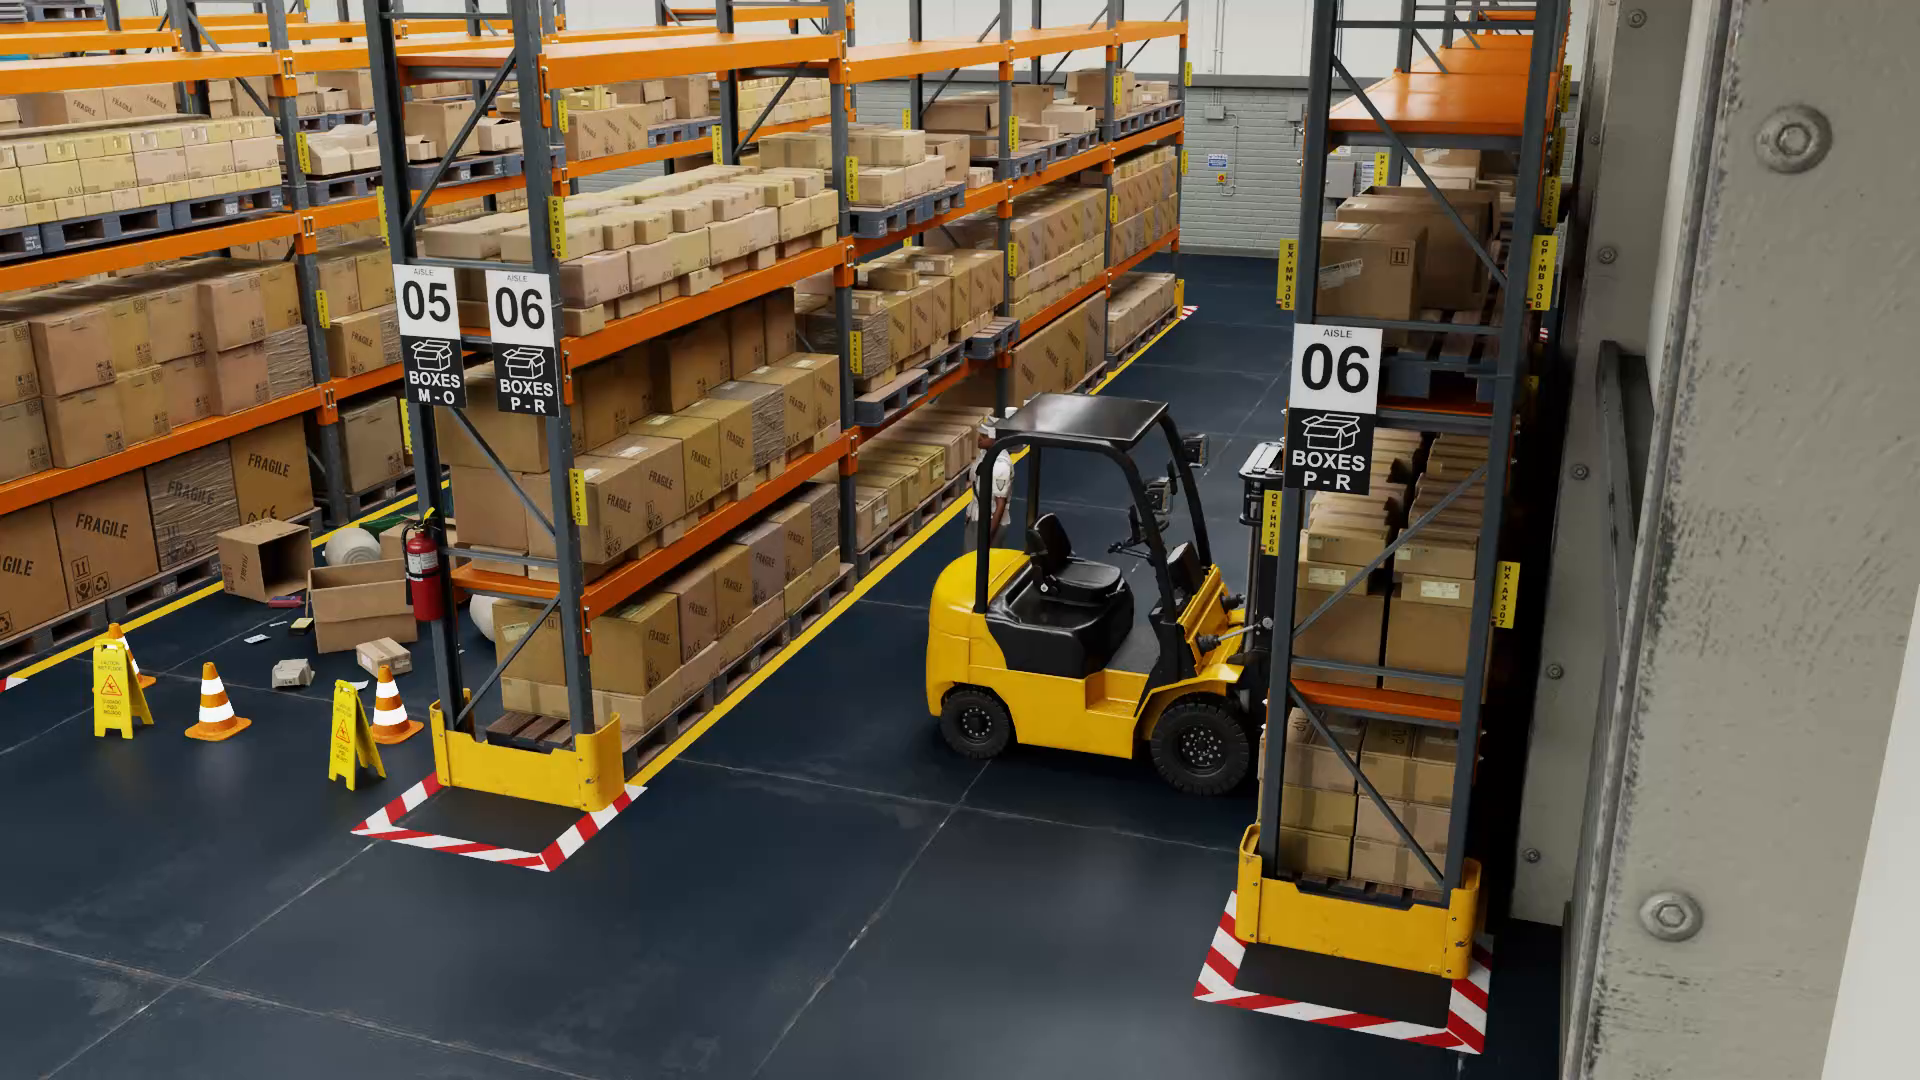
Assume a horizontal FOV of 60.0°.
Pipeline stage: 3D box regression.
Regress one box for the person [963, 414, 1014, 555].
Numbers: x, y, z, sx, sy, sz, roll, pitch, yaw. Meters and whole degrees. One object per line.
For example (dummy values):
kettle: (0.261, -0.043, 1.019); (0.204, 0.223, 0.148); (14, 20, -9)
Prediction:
person: (0.125, -0.123, 12.343); (0.529, 1.694, 0.569); (-4, 19, -12)
